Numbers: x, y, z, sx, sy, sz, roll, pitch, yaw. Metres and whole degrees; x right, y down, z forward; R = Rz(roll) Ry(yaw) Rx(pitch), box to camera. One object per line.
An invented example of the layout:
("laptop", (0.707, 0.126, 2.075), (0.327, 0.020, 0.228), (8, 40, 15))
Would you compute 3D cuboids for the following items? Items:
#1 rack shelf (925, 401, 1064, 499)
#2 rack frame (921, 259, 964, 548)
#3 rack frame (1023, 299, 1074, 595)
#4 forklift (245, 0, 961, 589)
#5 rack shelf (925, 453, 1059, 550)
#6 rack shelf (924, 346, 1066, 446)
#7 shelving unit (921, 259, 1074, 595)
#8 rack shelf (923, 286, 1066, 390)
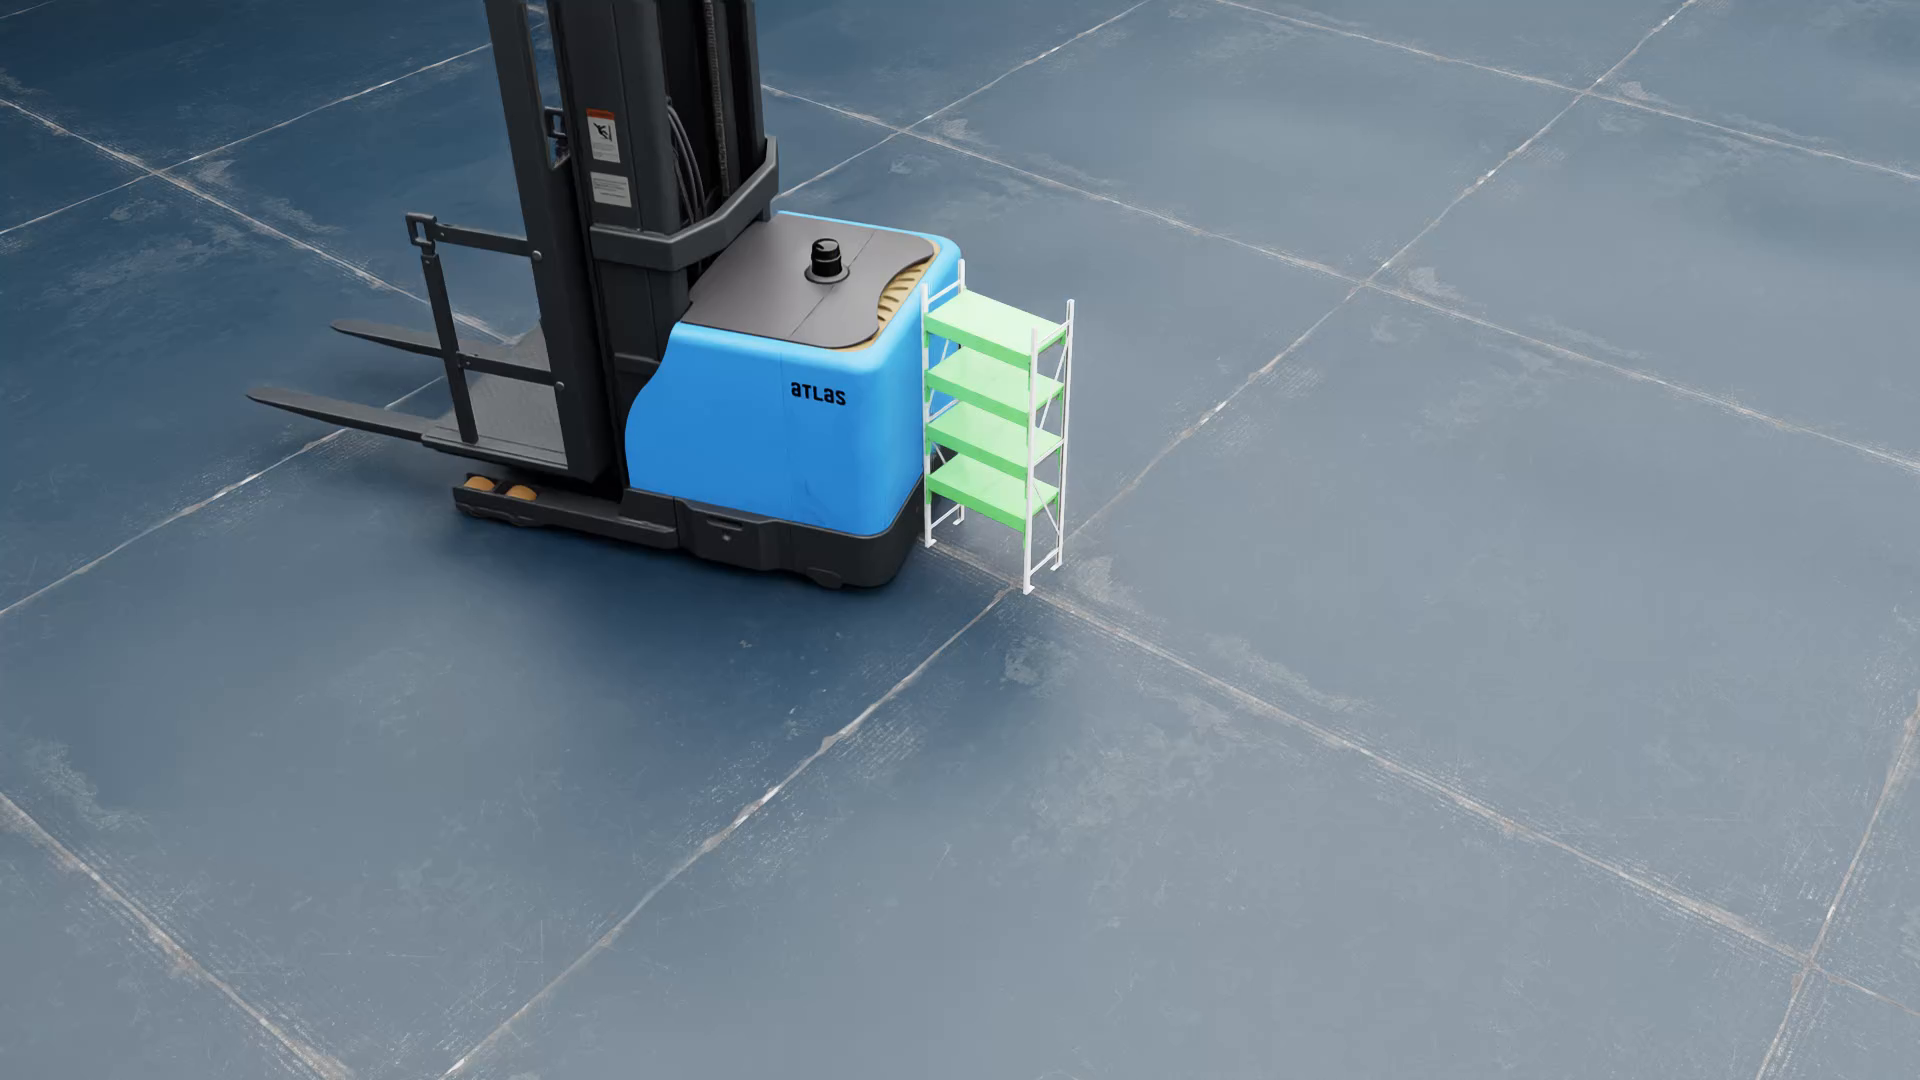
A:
("rack shelf", (0.131, -0.360, 6.340), (0.480, 0.148, 0.258), (25, 45, 29))
("rack frame", (-0.062, -0.502, 6.418), (0.015, 1.200, 0.240), (25, 45, 29))
("rack frame", (0.325, -0.319, 6.184), (0.015, 1.200, 0.240), (25, 45, 29))
("forklift", (-1.555, -1.504, 6.294), (3.031, 2.935, 1.130), (12, 40, 15))
("rack shelf", (0.131, -0.171, 6.488), (0.480, 0.148, 0.258), (25, 45, 29))
("rack shelf", (0.131, -0.549, 6.192), (0.480, 0.148, 0.258), (25, 45, 29))
("shelving unit", (0.131, -0.410, 6.301), (0.503, 1.200, 0.258), (25, 45, 29))
("rack shelf", (0.131, -0.738, 6.044), (0.480, 0.148, 0.258), (25, 45, 29))
